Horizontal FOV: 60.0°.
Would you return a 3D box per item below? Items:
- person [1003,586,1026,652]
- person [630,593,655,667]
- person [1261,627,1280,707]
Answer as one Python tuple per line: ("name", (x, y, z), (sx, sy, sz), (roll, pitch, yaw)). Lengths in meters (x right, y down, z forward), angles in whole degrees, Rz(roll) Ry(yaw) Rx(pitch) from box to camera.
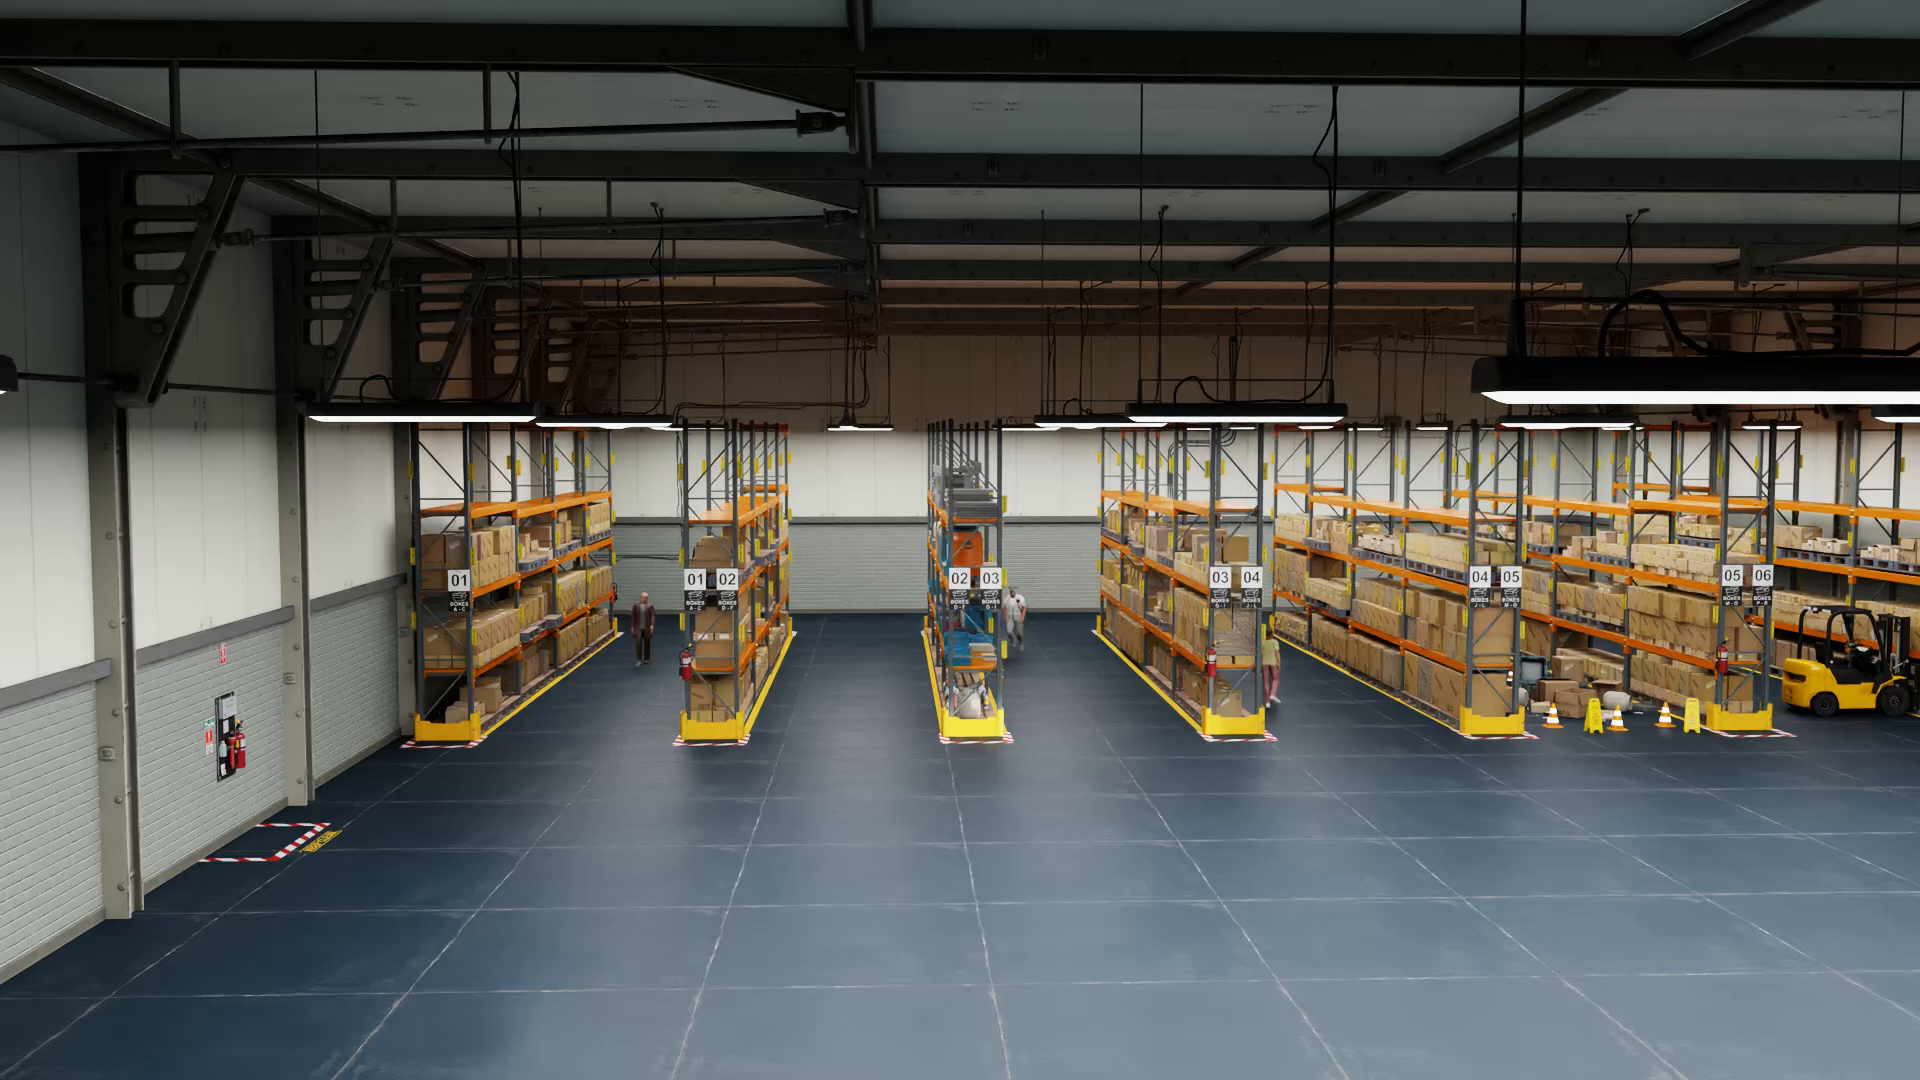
("person", (1.409, 2.012, 42.526), (0.598, 1.746, 0.720), (1, 4, 11))
("person", (-7.849, 2.218, 41.161), (0.620, 1.793, 0.800), (-1, 4, -12))
("person", (6.480, 2.650, 34.876), (0.483, 1.658, 0.456), (1, 4, 13))
